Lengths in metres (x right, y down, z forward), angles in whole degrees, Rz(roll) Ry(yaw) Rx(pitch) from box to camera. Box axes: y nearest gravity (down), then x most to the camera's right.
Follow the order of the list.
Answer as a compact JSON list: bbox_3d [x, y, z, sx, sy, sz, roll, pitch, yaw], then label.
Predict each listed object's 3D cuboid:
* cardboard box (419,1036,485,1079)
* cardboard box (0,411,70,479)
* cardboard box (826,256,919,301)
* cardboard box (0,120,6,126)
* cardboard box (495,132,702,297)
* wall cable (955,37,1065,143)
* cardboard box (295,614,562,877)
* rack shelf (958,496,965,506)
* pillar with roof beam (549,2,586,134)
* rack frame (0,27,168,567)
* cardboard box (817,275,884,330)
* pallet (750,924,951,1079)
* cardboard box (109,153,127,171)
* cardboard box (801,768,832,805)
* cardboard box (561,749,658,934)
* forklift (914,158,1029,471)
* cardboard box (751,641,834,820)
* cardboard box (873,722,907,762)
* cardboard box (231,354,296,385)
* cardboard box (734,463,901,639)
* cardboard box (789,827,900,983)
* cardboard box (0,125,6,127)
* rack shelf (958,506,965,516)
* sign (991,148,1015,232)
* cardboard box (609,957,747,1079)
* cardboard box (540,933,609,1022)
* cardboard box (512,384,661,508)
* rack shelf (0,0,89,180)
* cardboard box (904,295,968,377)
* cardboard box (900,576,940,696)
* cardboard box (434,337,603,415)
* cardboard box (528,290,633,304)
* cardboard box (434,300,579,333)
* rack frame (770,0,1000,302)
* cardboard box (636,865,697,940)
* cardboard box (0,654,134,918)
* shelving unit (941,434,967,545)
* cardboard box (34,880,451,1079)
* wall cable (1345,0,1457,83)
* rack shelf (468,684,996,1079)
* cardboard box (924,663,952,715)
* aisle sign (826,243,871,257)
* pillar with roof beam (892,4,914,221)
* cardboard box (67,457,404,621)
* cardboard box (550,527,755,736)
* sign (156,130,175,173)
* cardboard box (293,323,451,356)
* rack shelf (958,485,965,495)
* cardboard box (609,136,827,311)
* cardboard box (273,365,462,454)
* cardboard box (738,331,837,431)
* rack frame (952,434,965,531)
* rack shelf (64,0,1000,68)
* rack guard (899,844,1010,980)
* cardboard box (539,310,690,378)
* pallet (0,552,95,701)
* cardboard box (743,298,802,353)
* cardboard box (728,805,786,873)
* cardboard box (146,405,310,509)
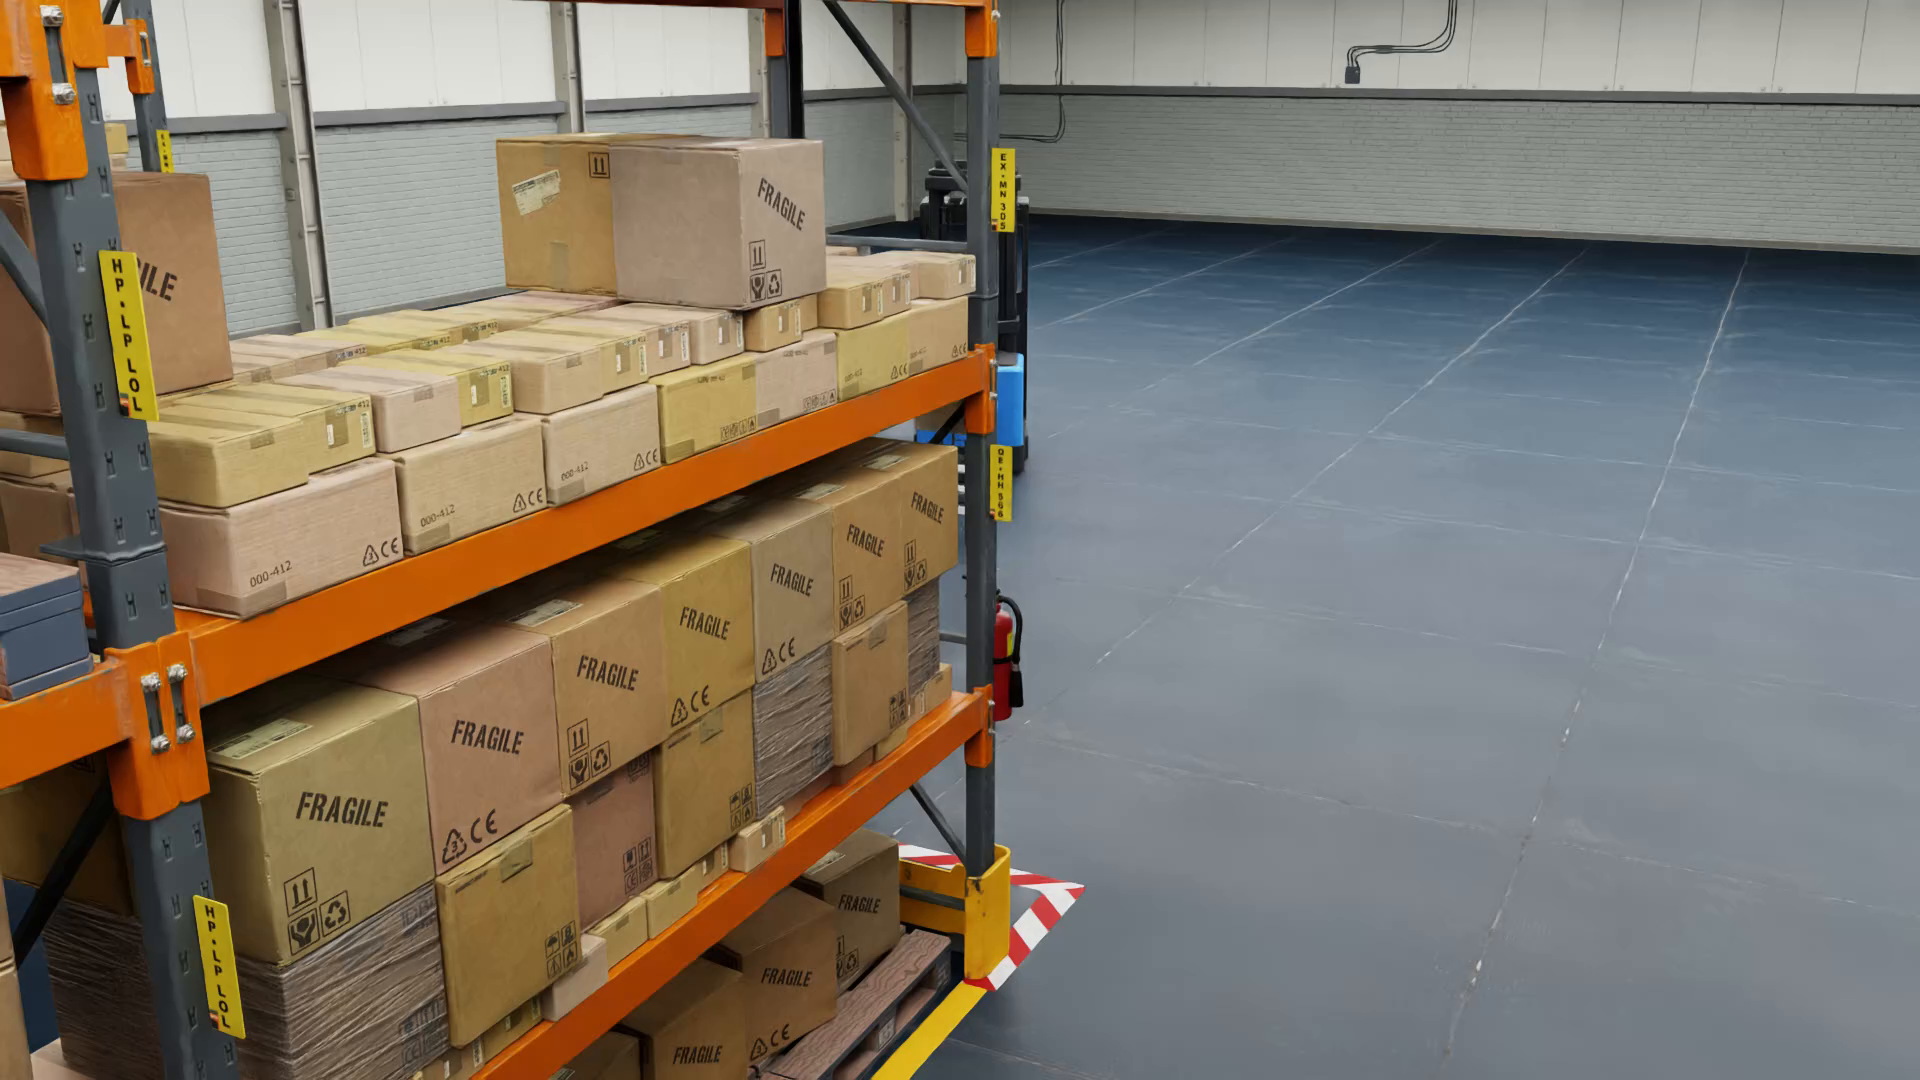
[{"bbox_3d":[-1.528,1.387,4.529,0.380,0.149,0.250,8,18,25],"label":"cardboard box"},{"bbox_3d":[-2.216,-0.265,3.943,0.380,0.149,0.250,9,19,27],"label":"cardboard box"},{"bbox_3d":[-0.382,-1.002,6.426,0.380,0.149,0.250,7,18,24],"label":"cardboard box"},{"bbox_3d":[-5.142,-2.168,8.916,0.380,0.149,0.250,8,18,26],"label":"cardboard box"},{"bbox_3d":[-1.221,-1.131,5.721,0.500,0.500,0.500,8,18,25],"label":"cardboard box"},{"bbox_3d":[1.164,-11.047,40.865,3.097,2.526,0.112,8,18,25],"label":"wall cable"},{"bbox_3d":[-1.452,0.532,4.510,0.500,0.500,0.500,8,18,25],"label":"cardboard box"},{"bbox_3d":[-0.004,-0.311,13.924,0.258,0.077,0.200,8,18,25],"label":"rack shelf"},{"bbox_3d":[-2.847,-8.349,26.328,9.100,9.000,0.400,8,18,25],"label":"pillar with roof beam"},{"bbox_3d":[-2.103,-1.464,3.149,1.000,3.000,0.127,8,18,25],"label":"rack frame"},{"bbox_3d":[-0.497,-0.852,5.919,0.380,0.149,0.250,8,18,26],"label":"cardboard box"},{"bbox_3d":[-0.744,1.951,7.083,1.003,0.211,1.213,8,18,25],"label":"pallet"},{"bbox_3d":[-4.676,-1.861,8.583,0.500,0.250,0.500,8,18,26],"label":"cardboard box"},{"bbox_3d":[-0.711,0.866,6.281,0.380,0.149,0.250,8,18,25],"label":"cardboard box"},{"bbox_3d":[-1.458,0.851,5.191,0.875,0.500,0.500,8,18,25],"label":"cardboard box"},{"bbox_3d":[0.154,-2.438,17.084,1.130,2.935,3.031,1,17,2],"label":"forklift"},{"bbox_3d":[-0.964,0.604,6.026,0.875,0.500,0.500,8,18,25],"label":"cardboard box"},{"bbox_3d":[-0.436,0.746,6.685,0.380,0.149,0.250,8,18,25],"label":"cardboard box"},{"bbox_3d":[-1.980,-0.396,4.385,0.380,0.149,0.250,7,18,23],"label":"cardboard box"},{"bbox_3d":[-0.559,0.023,6.225,0.500,0.500,0.500,8,18,25],"label":"cardboard box"},{"bbox_3d":[-0.610,1.547,7.201,0.500,0.500,0.500,12,20,36],"label":"cardboard box"},{"bbox_3d":[-4.668,-2.020,8.418,0.380,0.149,0.250,8,18,26],"label":"cardboard box"},{"bbox_3d":[-0.004,-0.225,13.950,0.258,0.077,0.200,8,18,25],"label":"rack shelf"},{"bbox_3d":[0.172,-1.394,6.625,0.100,0.325,0.005,8,18,25],"label":"sign"},{"bbox_3d":[-1.143,1.861,6.145,0.500,0.500,0.500,10,19,30],"label":"cardboard box"},{"bbox_3d":[-1.276,1.263,4.944,0.380,0.149,0.250,8,18,25],"label":"cardboard box"},{"bbox_3d":[-1.209,-0.297,4.751,0.500,0.250,0.500,7,18,23],"label":"cardboard box"},{"bbox_3d":[-2.997,-0.418,1.593,1.077,0.370,4.000,8,18,25],"label":"rack shelf"},{"bbox_3d":[-0.304,-0.818,6.505,0.500,0.250,0.500,9,19,27],"label":"cardboard box"},{"bbox_3d":[-0.586,0.339,6.917,0.875,0.500,0.500,8,18,25],"label":"cardboard box"},{"bbox_3d":[-1.216,-0.456,4.588,0.380,0.149,0.250,8,18,24],"label":"cardboard box"},{"bbox_3d":[-1.257,-0.796,5.733,0.380,0.149,0.250,7,18,23],"label":"cardboard box"},{"bbox_3d":[-1.433,-0.659,5.269,0.380,0.149,0.250,7,18,23],"label":"cardboard box"},{"bbox_3d":[-0.316,-2.483,6.579,1.000,3.000,0.127,8,18,25],"label":"rack frame"},{"bbox_3d":[-1.080,1.132,5.386,0.380,0.149,0.250,8,18,25],"label":"cardboard box"},{"bbox_3d":[-2.148,0.592,4.308,0.500,0.500,0.500,8,18,25],"label":"cardboard box"},{"bbox_3d":[-0.004,-0.429,13.889,0.258,0.900,0.210,8,18,25],"label":"shelving unit"},{"bbox_3d":[-1.847,1.115,4.306,0.875,0.500,0.500,8,18,25],"label":"cardboard box"},{"bbox_3d":[9.650,-12.954,35.859,2.305,6.003,0.169,8,18,25],"label":"wall cable"},{"bbox_3d":[-1.209,1.247,5.820,1.077,0.370,4.000,8,18,25],"label":"rack shelf"},{"bbox_3d":[-0.258,0.612,7.136,0.380,0.149,0.250,8,18,25],"label":"cardboard box"},{"bbox_3d":[-0.556,-0.907,7.245,0.394,0.787,0.004,8,18,25],"label":"aisle sign"},{"bbox_3d":[2.516,-11.405,36.619,9.100,9.000,0.400,8,18,25],"label":"pillar with roof beam"},{"bbox_3d":[-1.673,-0.036,3.873,0.500,0.250,0.500,7,18,23],"label":"cardboard box"},{"bbox_3d":[-1.015,0.276,5.372,0.500,0.500,0.500,8,18,25],"label":"cardboard box"},{"bbox_3d":[-4.229,-2.016,8.858,0.100,0.325,0.005,8,18,25],"label":"sign"},{"bbox_3d":[-1.699,-0.526,4.822,0.380,0.149,0.250,9,19,27],"label":"cardboard box"},{"bbox_3d":[-0.004,-0.397,13.899,0.258,0.077,0.200,8,18,25],"label":"rack shelf"},{"bbox_3d":[-0.782,-1.048,5.441,0.500,0.500,0.500,8,18,25],"label":"cardboard box"},{"bbox_3d":[-1.483,-0.332,4.169,0.380,0.149,0.250,8,18,26],"label":"cardboard box"},{"bbox_3d":[-0.761,-0.561,5.640,0.500,0.250,0.500,9,19,27],"label":"cardboard box"},{"bbox_3d":[0.042,-0.455,13.976,0.240,0.900,0.006,8,18,25],"label":"rack frame"},{"bbox_3d":[-1.209,-1.627,4.967,1.077,0.370,4.000,8,18,25],"label":"rack shelf"},{"bbox_3d":[-0.350,1.611,7.724,1.175,0.500,0.348,8,18,25],"label":"rack guard"},{"bbox_3d":[-1.049,-0.596,5.057,0.380,0.149,0.250,9,19,27],"label":"cardboard box"},{"bbox_3d":[-2.474,0.208,3.119,1.213,0.211,1.003,8,18,25],"label":"pallet"},{"bbox_3d":[-0.748,-0.723,5.486,0.380,0.149,0.250,7,18,23],"label":"cardboard box"},{"bbox_3d":[-0.835,1.008,5.805,0.380,0.149,0.250,8,18,25],"label":"cardboard box"},{"bbox_3d":[-1.682,-0.189,3.687,0.380,0.149,0.250,8,18,24],"label":"cardboard box"}]
